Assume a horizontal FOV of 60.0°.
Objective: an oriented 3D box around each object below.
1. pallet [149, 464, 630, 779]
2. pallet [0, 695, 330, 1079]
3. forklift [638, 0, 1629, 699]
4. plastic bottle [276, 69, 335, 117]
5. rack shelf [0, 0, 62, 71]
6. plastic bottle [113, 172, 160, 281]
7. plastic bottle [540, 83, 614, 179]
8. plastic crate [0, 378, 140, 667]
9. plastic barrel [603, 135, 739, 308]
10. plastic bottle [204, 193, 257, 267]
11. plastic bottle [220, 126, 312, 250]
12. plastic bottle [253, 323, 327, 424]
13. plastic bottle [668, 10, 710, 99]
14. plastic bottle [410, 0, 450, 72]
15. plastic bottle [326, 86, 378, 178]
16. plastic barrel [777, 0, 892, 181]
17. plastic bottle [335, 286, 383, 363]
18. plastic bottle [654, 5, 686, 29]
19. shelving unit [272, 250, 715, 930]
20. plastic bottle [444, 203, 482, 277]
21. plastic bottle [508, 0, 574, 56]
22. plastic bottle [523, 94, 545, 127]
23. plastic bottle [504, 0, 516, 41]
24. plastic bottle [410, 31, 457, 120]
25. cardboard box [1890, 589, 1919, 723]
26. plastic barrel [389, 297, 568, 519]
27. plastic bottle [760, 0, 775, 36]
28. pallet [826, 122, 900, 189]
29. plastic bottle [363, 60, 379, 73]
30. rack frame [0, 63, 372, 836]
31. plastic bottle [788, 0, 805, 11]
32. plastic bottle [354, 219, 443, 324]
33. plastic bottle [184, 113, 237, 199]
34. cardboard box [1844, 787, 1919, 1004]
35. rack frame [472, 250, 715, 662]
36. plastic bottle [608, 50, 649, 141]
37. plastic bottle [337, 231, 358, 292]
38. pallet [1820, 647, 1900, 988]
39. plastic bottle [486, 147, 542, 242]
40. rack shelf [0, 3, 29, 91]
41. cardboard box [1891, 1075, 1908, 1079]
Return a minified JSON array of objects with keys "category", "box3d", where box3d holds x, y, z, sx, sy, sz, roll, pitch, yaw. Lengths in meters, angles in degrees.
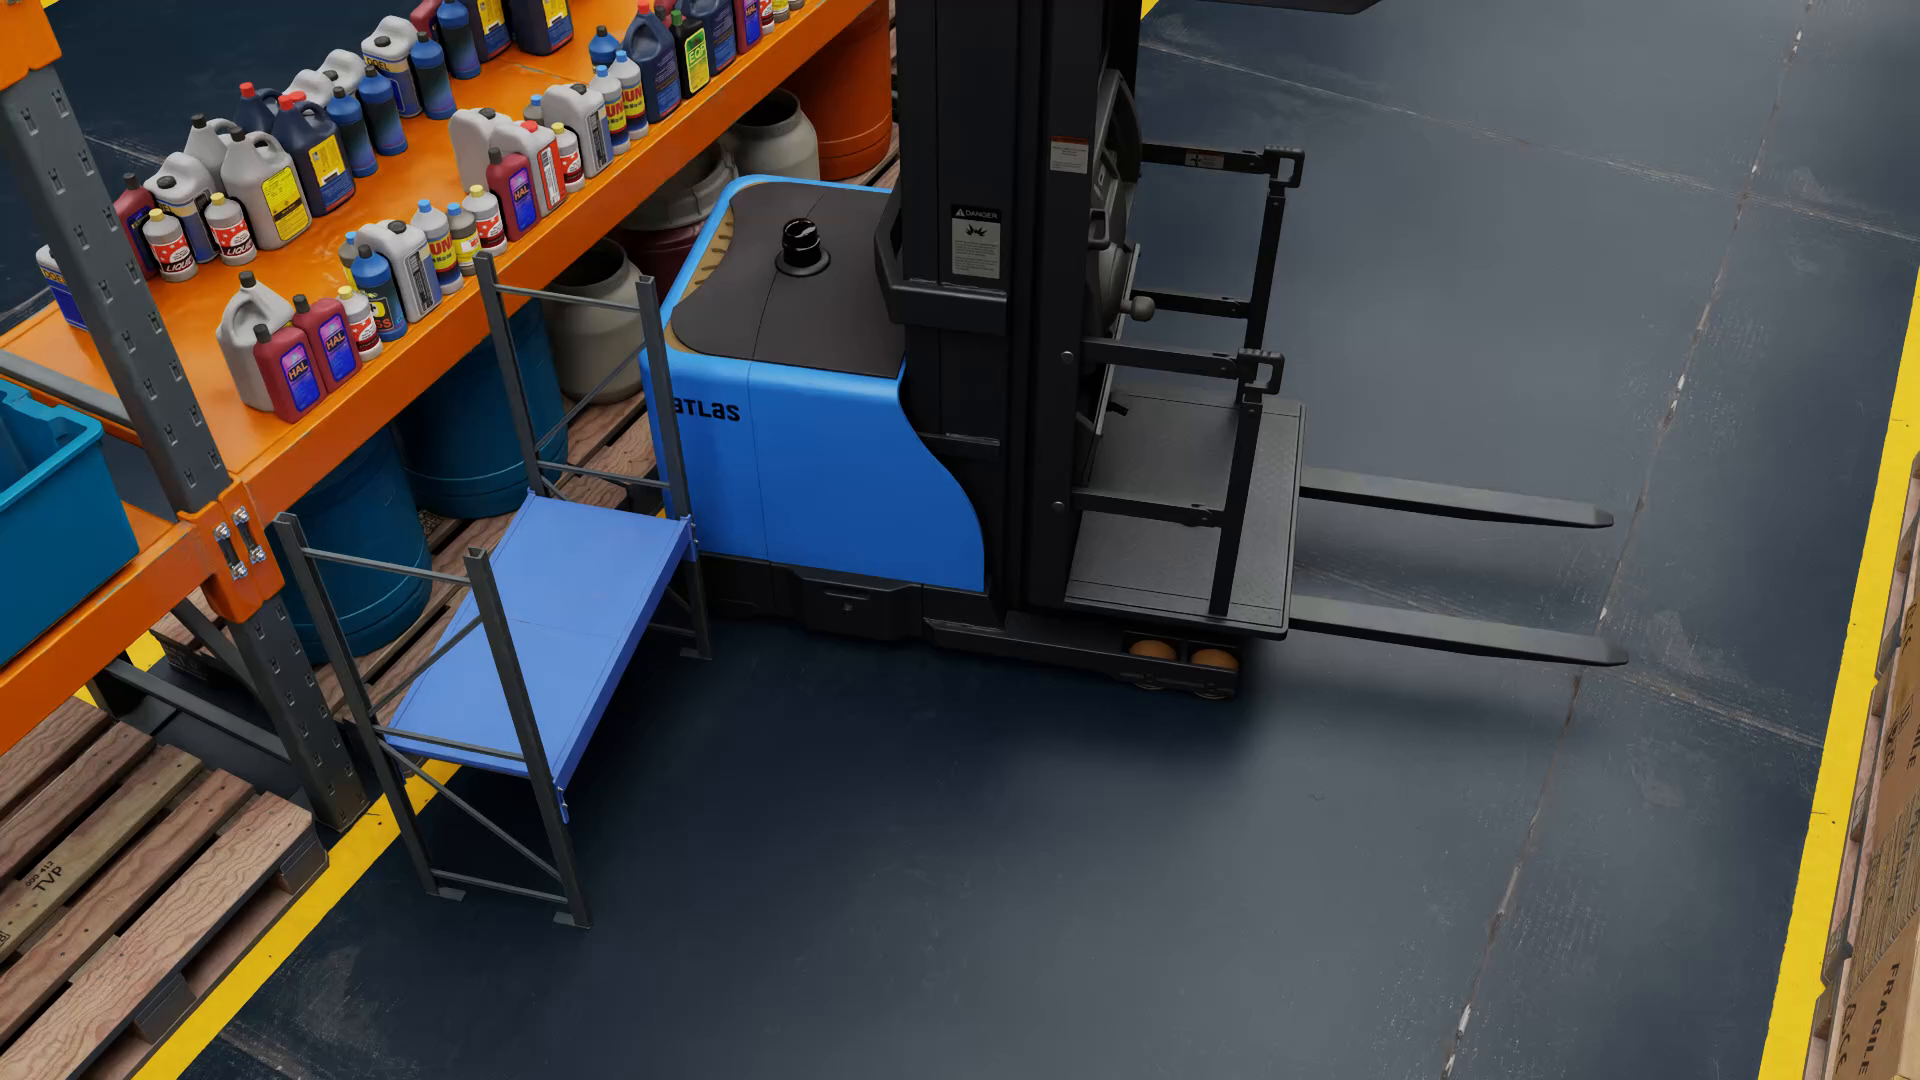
[{"category":"pallet","box3d":[-1.834,0.119,5.484,1.003,0.211,1.213,20,49,19]},{"category":"pallet","box3d":[-2.536,1.067,4.547,1.003,0.211,1.213,20,49,19]},{"category":"forklift","box3d":[0.618,-0.942,4.621,3.031,2.935,1.130,8,46,8]},{"category":"plastic bottle","box3d":[-1.929,-1.249,4.962,0.152,0.276,0.135,20,49,19]},{"category":"rack shelf","box3d":[-1.301,-2.451,4.460,1.077,0.370,4.000,20,49,19]},{"category":"plastic bottle","box3d":[-2.265,-0.864,4.577,0.061,0.283,0.133,20,49,19]},{"category":"plastic bottle","box3d":[-1.139,-1.241,4.955,0.152,0.276,0.135,20,49,19]},{"category":"plastic crate","box3d":[-2.144,0.002,3.608,0.392,0.384,0.575,20,49,19]},{"category":"plastic barrel","box3d":[-1.109,-1.184,6.211,0.600,0.588,0.708,20,49,19]},{"category":"plastic bottle","box3d":[-2.044,-0.875,4.646,0.097,0.201,0.097,0,45,0]},{"category":"plastic bottle","box3d":[-1.965,-1.011,4.675,0.144,0.351,0.185,20,49,19]},{"category":"plastic bottle","box3d":[-1.681,-0.438,4.156,0.061,0.283,0.133,20,49,19]},{"category":"plastic bottle","box3d":[-0.860,-1.552,5.257,0.061,0.283,0.133,20,49,19]},{"category":"plastic bottle","box3d":[-1.692,-1.643,5.347,0.061,0.283,0.133,20,49,19]},{"category":"plastic bottle","box3d":[-1.810,-1.217,4.935,0.097,0.271,0.097,0,45,0]},{"category":"plastic barrel","box3d":[-0.584,-1.980,6.829,0.600,0.830,0.708,20,49,19]},{"category":"plastic bottle","box3d":[-1.582,-0.572,4.346,0.097,0.201,0.097,0,45,0]},{"category":"plastic bottle","box3d":[-0.914,-1.572,5.277,0.061,0.283,0.133,20,49,19]},{"category":"shelving unit","box3d":[-1.159,0.164,4.533,0.538,1.500,1.048,10,46,10]},{"category":"plastic bottle","box3d":[-1.384,-0.841,4.612,0.097,0.201,0.097,0,45,0]},{"category":"plastic bottle","box3d":[-1.384,-1.788,5.442,0.144,0.351,0.185,20,49,19]},{"category":"plastic bottle","box3d":[-1.258,-1.244,5.010,0.097,0.201,0.097,0,45,0]},{"category":"plastic bottle","box3d":[-1.503,-1.826,5.533,0.152,0.276,0.135,20,49,19]},{"category":"plastic bottle","box3d":[-1.640,-1.448,5.163,0.097,0.271,0.097,0,45,0]},{"category":"cardboard box","box3d":[3.074,0.291,4.802,0.500,0.500,0.500,20,49,19]},{"category":"plastic barrel","box3d":[-1.633,-0.582,5.397,0.600,0.901,0.708,20,49,19]},{"category":"plastic bottle","box3d":[-0.675,-1.802,5.562,0.097,0.201,0.097,0,45,0]},{"category":"pallet","box3d":[-0.701,-1.418,7.004,1.003,0.211,1.213,20,49,19]},{"category":"plastic bottle","box3d":[-1.837,-1.389,5.154,0.097,0.201,0.097,0,45,0]},{"category":"rack frame","box3d":[-2.229,-0.389,4.026,1.000,3.000,0.127,20,49,19]},{"category":"plastic bottle","box3d":[-0.585,-1.925,5.683,0.097,0.201,0.097,0,45,0]},{"category":"plastic bottle","box3d":[-1.507,-0.742,4.462,0.152,0.276,0.135,20,49,19]},{"category":"plastic bottle","box3d":[-2.092,-1.059,4.722,0.144,0.351,0.185,20,49,19]},{"category":"cardboard box","box3d":[2.602,0.943,4.158,0.500,0.500,0.500,21,49,20]},{"category":"rack frame","box3d":[-1.039,-0.187,4.880,0.500,1.500,0.032,10,46,10]},{"category":"plastic bottle","box3d":[-1.016,-1.365,5.080,0.097,0.271,0.097,0,45,0]},{"category":"plastic bottle","box3d":[-1.626,-0.745,4.517,0.097,0.201,0.097,0,45,0]},{"category":"pallet","box3d":[3.066,0.932,4.680,1.003,0.211,1.213,20,49,19]},{"category":"plastic bottle","box3d":[-1.269,-0.998,4.709,0.061,0.283,0.133,20,49,19]},{"category":"rack shelf","box3d":[-3.158,0.069,1.970,1.077,0.370,4.000,20,49,19]},{"category":"cardboard box","box3d":[2.132,1.567,3.540,0.500,0.500,0.500,20,49,19]}]
